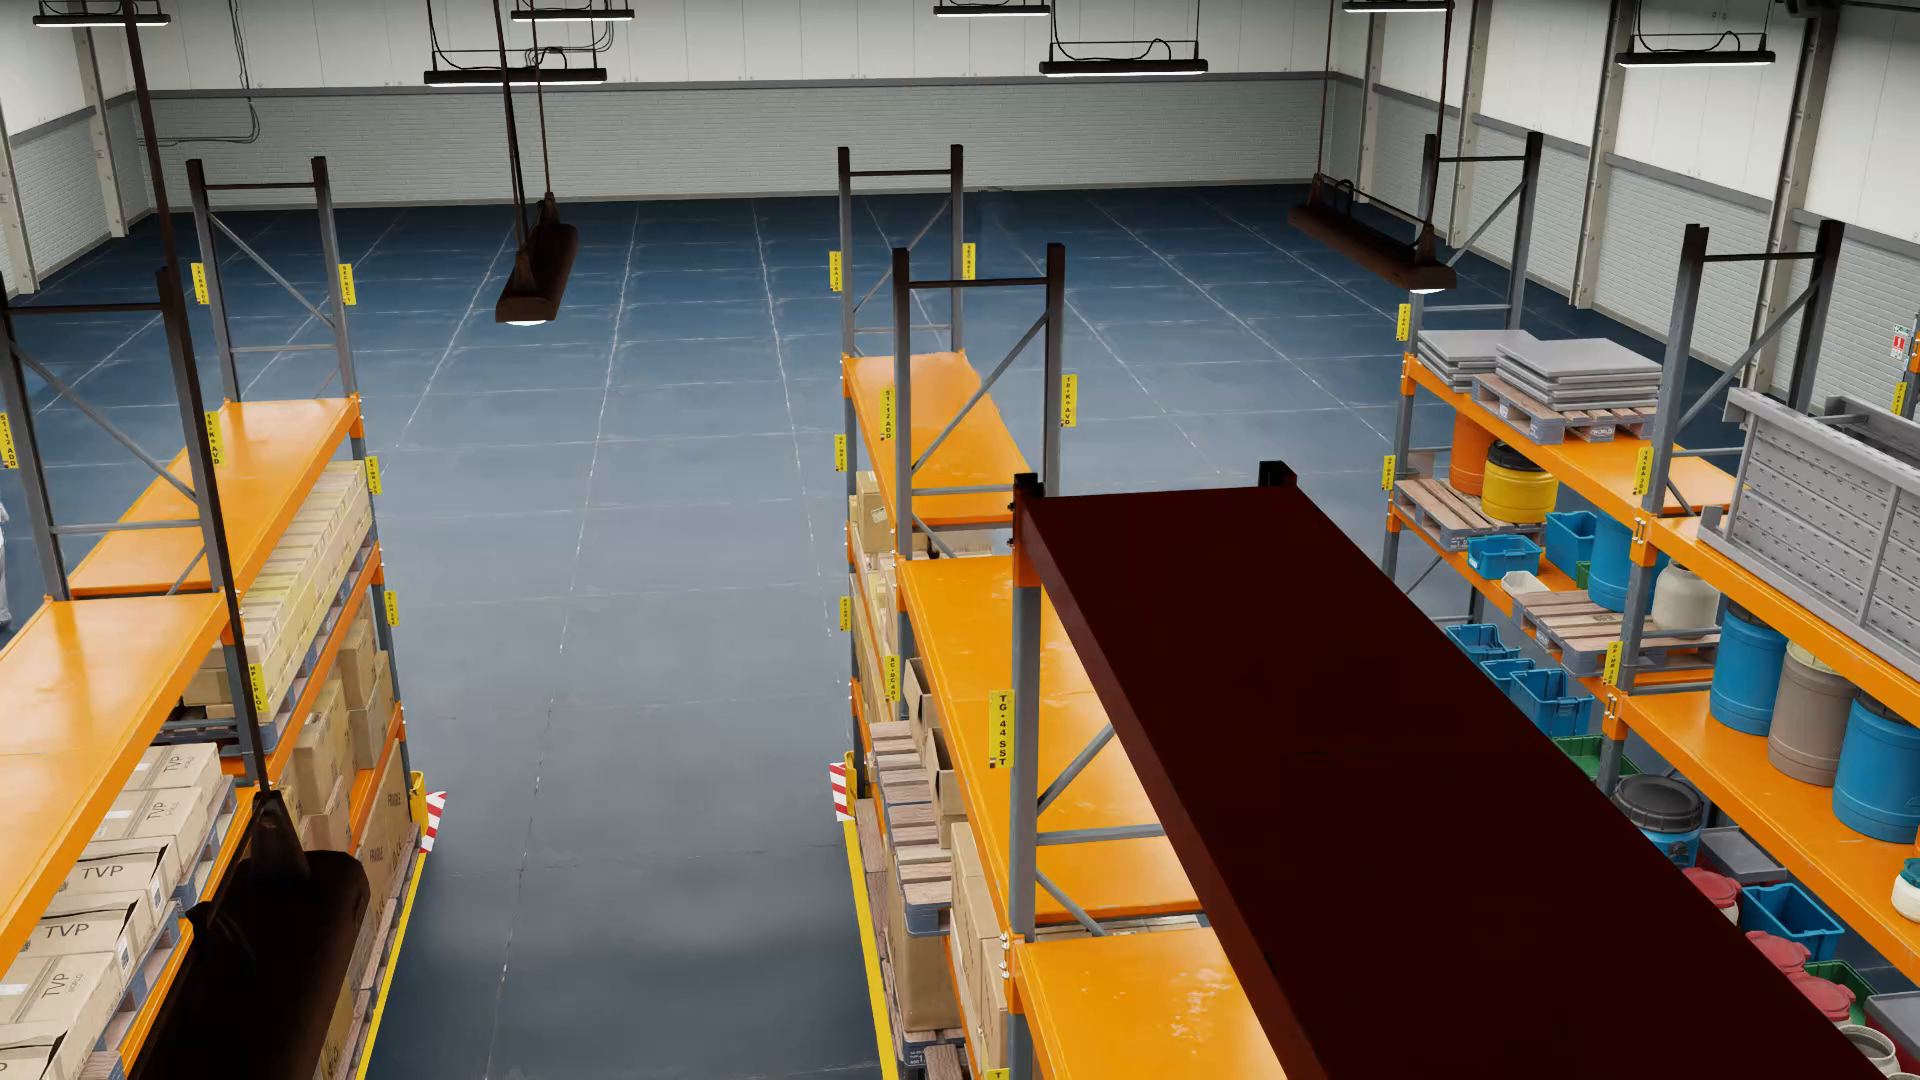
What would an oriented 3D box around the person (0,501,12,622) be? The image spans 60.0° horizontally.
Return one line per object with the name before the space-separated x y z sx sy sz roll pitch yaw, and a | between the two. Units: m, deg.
person | -11.167 0.101 19.001 0.680 1.787 0.825 -16 27 -36
